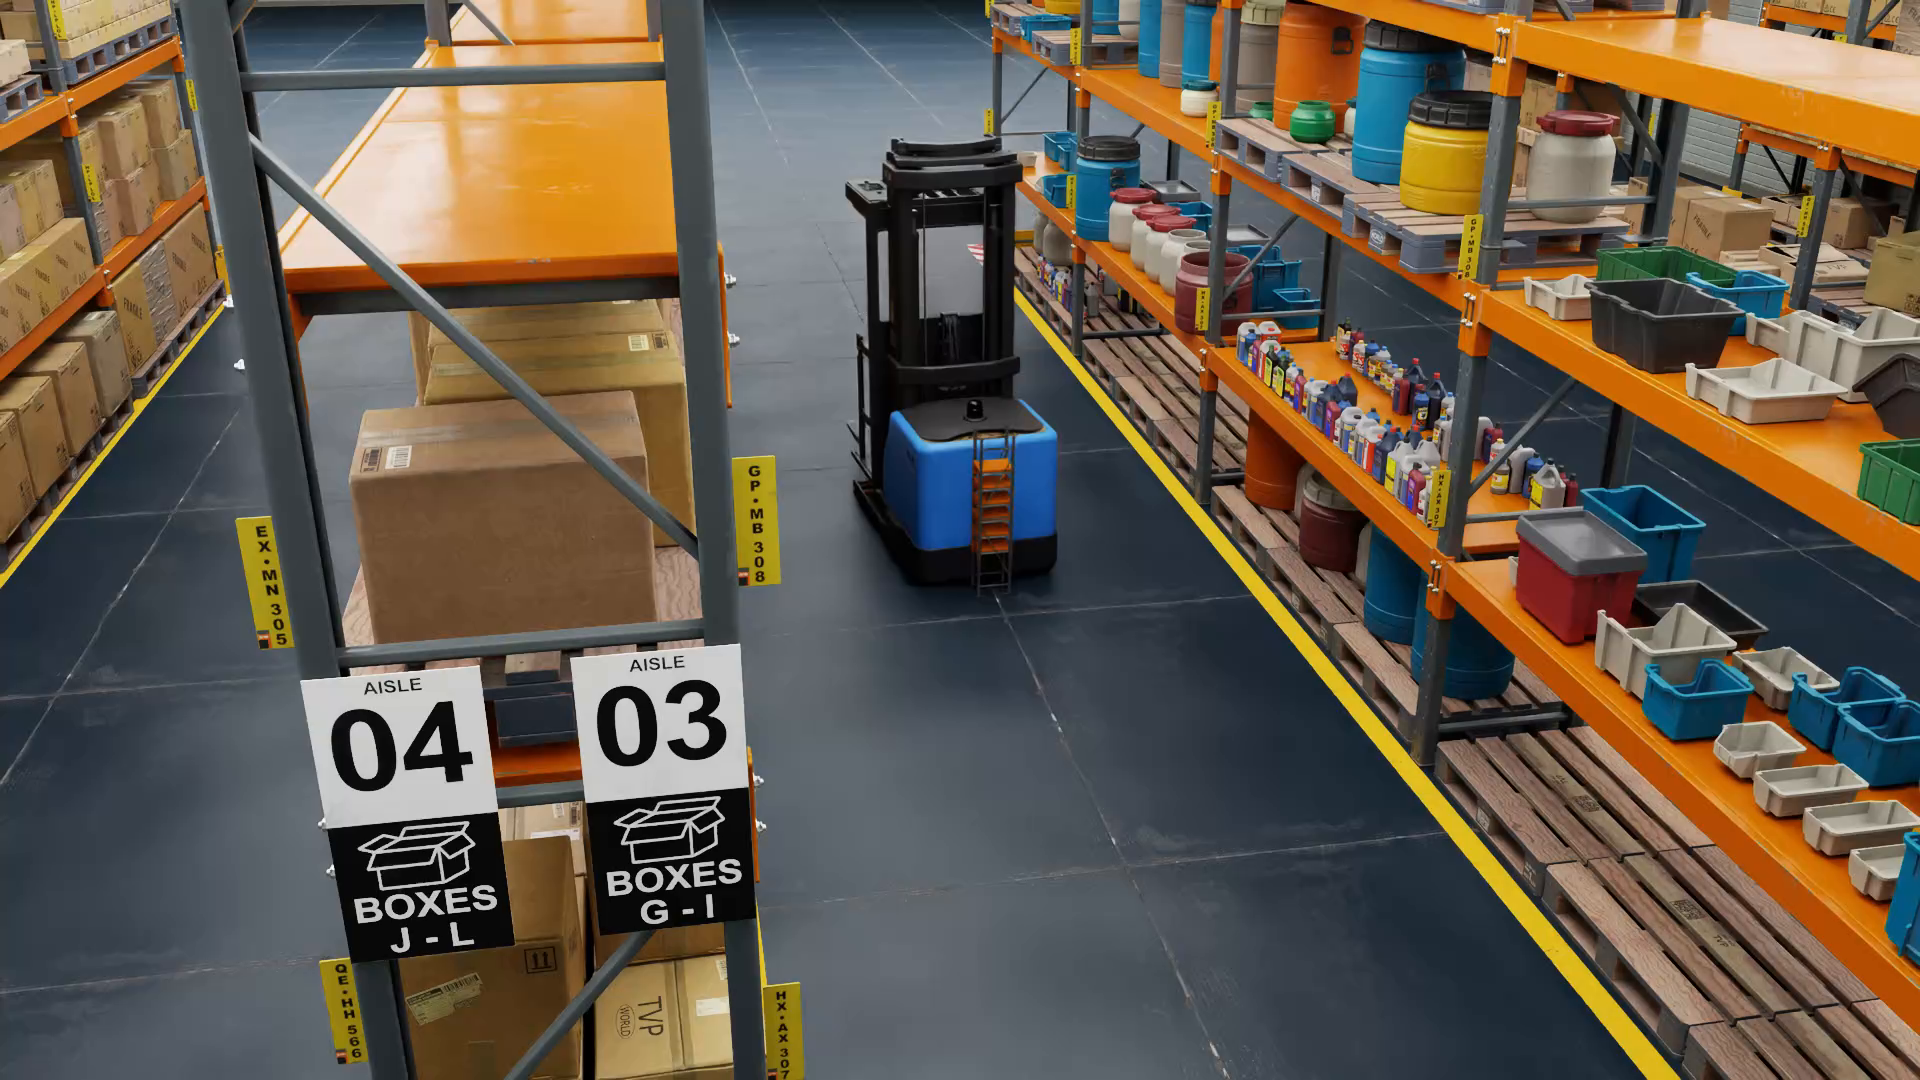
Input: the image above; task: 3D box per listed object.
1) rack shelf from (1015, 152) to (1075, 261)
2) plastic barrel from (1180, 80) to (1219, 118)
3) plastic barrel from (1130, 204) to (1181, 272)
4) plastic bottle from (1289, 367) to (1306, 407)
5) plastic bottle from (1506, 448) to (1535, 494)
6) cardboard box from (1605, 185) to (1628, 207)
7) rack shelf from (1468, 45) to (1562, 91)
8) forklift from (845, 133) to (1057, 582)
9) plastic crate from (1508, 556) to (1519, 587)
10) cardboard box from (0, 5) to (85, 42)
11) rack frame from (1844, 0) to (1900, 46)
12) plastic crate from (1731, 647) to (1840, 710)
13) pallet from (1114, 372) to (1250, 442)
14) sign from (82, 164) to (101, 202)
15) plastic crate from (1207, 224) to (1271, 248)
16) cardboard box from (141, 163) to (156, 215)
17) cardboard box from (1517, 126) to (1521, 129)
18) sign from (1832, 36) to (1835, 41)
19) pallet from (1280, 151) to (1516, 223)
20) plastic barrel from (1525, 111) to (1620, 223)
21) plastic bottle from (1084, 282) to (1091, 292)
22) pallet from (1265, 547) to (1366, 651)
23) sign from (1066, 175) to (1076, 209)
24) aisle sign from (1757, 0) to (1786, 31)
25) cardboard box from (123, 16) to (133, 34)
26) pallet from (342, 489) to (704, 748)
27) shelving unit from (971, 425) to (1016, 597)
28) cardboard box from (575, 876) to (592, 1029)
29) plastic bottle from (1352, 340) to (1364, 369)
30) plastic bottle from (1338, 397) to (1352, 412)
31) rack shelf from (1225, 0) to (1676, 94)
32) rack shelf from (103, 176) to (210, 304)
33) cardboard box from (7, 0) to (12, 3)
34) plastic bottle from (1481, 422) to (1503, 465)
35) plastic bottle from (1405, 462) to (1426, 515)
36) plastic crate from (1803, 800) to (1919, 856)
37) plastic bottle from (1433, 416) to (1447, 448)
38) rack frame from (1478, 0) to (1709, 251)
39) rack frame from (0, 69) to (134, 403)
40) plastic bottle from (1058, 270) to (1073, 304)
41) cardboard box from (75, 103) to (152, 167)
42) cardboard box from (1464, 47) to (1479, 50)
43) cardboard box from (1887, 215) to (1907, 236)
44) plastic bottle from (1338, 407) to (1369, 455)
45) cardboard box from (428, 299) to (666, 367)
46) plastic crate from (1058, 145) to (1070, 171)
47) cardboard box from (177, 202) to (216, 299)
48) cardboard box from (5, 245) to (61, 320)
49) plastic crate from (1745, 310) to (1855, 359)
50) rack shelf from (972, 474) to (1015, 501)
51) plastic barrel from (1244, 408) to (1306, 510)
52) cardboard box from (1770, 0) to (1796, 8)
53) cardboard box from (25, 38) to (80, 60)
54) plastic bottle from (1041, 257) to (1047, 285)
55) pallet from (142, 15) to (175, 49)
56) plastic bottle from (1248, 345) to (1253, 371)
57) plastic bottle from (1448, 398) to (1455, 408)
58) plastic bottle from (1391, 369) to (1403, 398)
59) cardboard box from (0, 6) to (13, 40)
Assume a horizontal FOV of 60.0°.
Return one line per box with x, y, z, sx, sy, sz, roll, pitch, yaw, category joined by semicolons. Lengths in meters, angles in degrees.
1.255;-3.736;18.197;1.077;0.370;4.000;-4;24;-10;rack shelf
1.900;-3.499;13.182;0.301;0.262;0.301;0;24;0;plastic barrel
1.722;-2.660;14.665;0.433;0.535;0.433;0;24;0;plastic barrel
2.292;-1.041;11.289;0.097;0.271;0.097;0;24;0;plastic bottle
3.325;-0.429;9.882;0.152;0.276;0.135;-4;24;-10;plastic bottle
6.628;-3.385;16.682;0.500;0.250;0.500;-3;24;-6;cardboard box
6.124;-5.475;18.432;1.077;0.370;4.000;-4;24;-10;rack shelf
-0.214;-1.615;12.528;1.130;2.935;3.031;-7;24;-15;forklift
3.050;0.155;8.644;0.396;0.136;0.243;-4;24;-10;plastic crate
-7.951;-4.478;14.417;0.500;0.250;0.500;-4;24;-9;cardboard box
7.233;-4.820;12.284;1.000;3.000;0.127;-4;24;-10;rack frame
3.722;0.624;7.570;0.293;0.136;0.466;-4;24;-10;plastic crate
2.037;-1.214;15.008;1.003;0.211;1.213;-4;24;-10;pallet
-7.604;-3.123;14.548;0.100;0.325;0.005;-4;24;-10;sign
2.366;-2.393;14.143;0.402;0.464;0.583;-4;24;-10;plastic crate
-8.520;-3.434;16.421;0.875;0.550;0.500;-4;24;-10;cardboard box
6.089;-4.381;17.841;0.380;0.149;0.250;-4;24;-10;cardboard box
11.171;-6.294;21.314;0.100;0.325;0.005;-4;24;-10;sign
2.651;-2.167;10.194;1.003;0.211;1.213;-4;24;-10;pallet
3.253;-1.987;8.852;0.433;0.535;0.433;0;24;0;plastic barrel
1.328;-2.560;17.460;0.152;0.276;0.135;-4;24;-10;plastic bottle
2.774;0.359;11.408;1.003;0.211;1.213;-4;24;-10;pallet
1.082;-3.369;16.113;0.100;0.325;0.005;-4;24;-10;sign
10.313;-6.783;21.026;0.394;0.787;0.004;-4;24;-10;aisle sign
-8.199;-4.950;15.995;0.380;0.149;0.250;-4;24;-9;cardboard box
-1.171;0.183;4.689;1.003;0.211;1.213;-4;24;-10;pallet
0.224;-0.188;11.411;0.258;1.200;0.189;-5;28;-12;shelving unit
-1.467;1.370;5.424;0.500;0.250;0.500;-5;24;-11;cardboard box
2.905;-1.349;12.082;0.097;0.201;0.097;0;24;0;plastic bottle
2.472;-0.791;10.716;0.097;0.271;0.097;0;24;0;plastic bottle
2.734;-3.155;9.871;1.077;0.370;4.000;-4;24;-10;rack shelf
-8.506;-3.042;16.608;1.077;0.370;4.000;-4;24;-10;rack shelf
-8.655;-4.865;14.803;0.380;0.149;0.250;-4;24;-9;cardboard box
3.291;-0.604;10.272;0.061;0.283;0.133;-4;24;-10;plastic bottle
2.626;-0.297;9.571;0.061;0.283;0.133;-4;24;-10;plastic bottle
3.476;1.112;6.452;0.396;0.136;0.243;-4;24;-10;plastic crate
3.060;-0.690;10.573;0.097;0.201;0.097;0;24;0;plastic bottle
3.104;-2.881;7.846;1.000;3.000;0.127;-4;24;-10;rack frame
-8.136;-2.585;14.663;1.000;3.000;0.127;-4;24;-10;rack frame
1.127;-2.701;17.689;0.144;0.351;0.185;-4;24;-10;plastic bottle
-8.457;-3.934;16.216;0.875;0.550;0.500;-4;24;-10;cardboard box
5.837;-5.652;19.940;0.700;0.500;0.500;-4;24;-10;cardboard box
11.130;-3.473;19.271;0.500;0.500;0.500;-6;24;-14;cardboard box
2.485;-0.692;10.485;0.152;0.276;0.135;-4;24;-10;plastic bottle
-1.301;-0.481;5.324;0.700;0.500;0.500;-6;24;-13;cardboard box
1.386;-4.353;18.898;0.499;0.251;0.408;-4;24;-10;plastic crate
-8.685;-3.115;18.007;0.875;0.875;0.875;-4;24;-9;cardboard box
-7.590;-2.047;13.308;0.500;0.500;0.500;-4;24;-9;cardboard box
3.713;-0.914;7.418;0.293;0.136;0.466;-4;24;-10;plastic crate
0.226;-0.362;11.322;0.258;0.103;0.180;-5;28;-12;rack shelf
2.472;-0.712;12.562;0.600;0.830;0.708;-4;24;-10;plastic barrel
10.438;-6.865;20.565;0.500;0.500;0.500;-4;24;-8;cardboard box
-7.869;-4.251;14.394;0.380;0.149;0.250;-5;24;-11;cardboard box
0.938;-2.982;18.417;0.061;0.283;0.133;-4;24;-9;plastic bottle
-8.728;-5.201;17.016;1.003;0.211;1.213;-4;24;-10;pallet
2.139;-1.334;12.048;0.097;0.201;0.097;0;24;0;plastic bottle
3.184;-0.786;10.706;0.097;0.271;0.097;0;24;0;plastic bottle
3.031;-1.081;11.468;0.097;0.201;0.097;0;24;0;plastic bottle
-8.479;-4.440;14.329;0.500;0.250;0.500;-5;24;-10;cardboard box
